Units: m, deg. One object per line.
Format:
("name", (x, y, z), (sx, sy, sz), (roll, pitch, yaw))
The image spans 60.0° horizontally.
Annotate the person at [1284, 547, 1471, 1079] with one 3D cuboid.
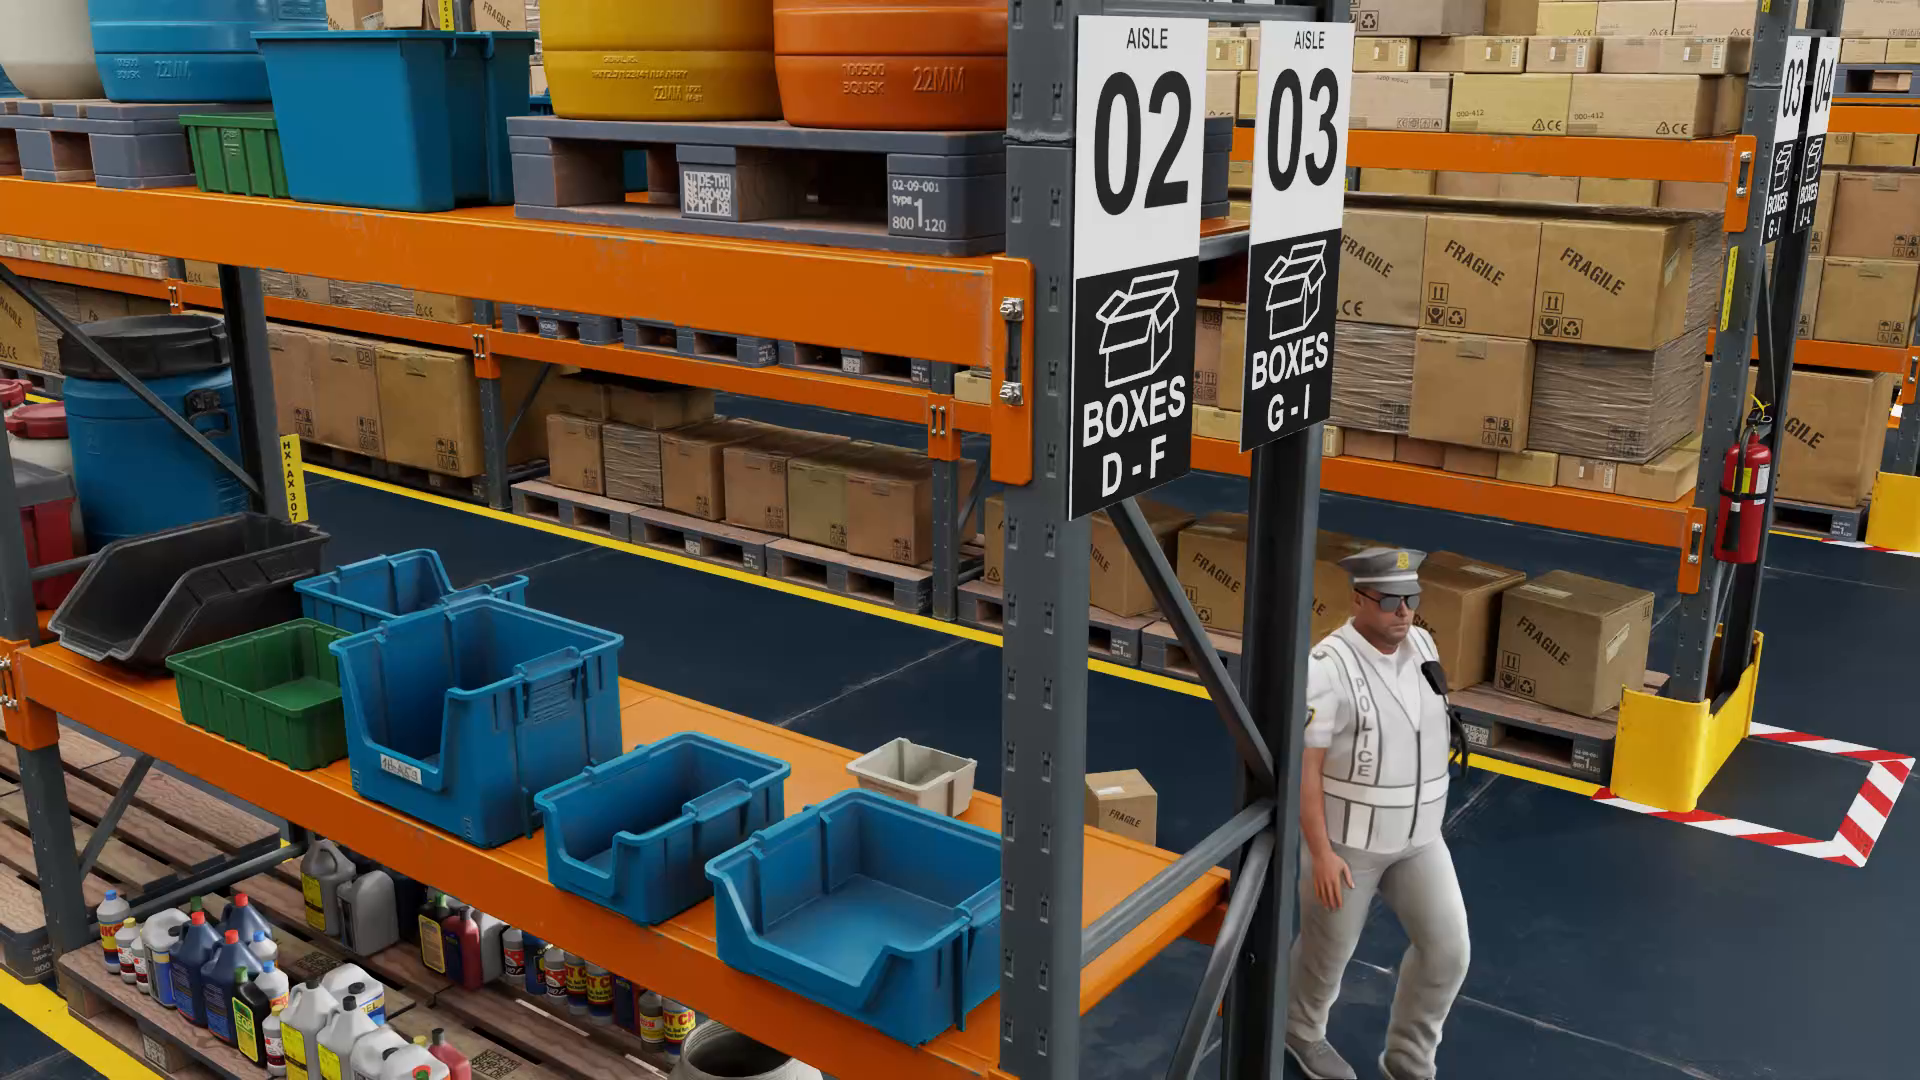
("person", (1.246, 0.907, 4.998), (0.578, 1.854, 0.573), (-7, 18, -24))
